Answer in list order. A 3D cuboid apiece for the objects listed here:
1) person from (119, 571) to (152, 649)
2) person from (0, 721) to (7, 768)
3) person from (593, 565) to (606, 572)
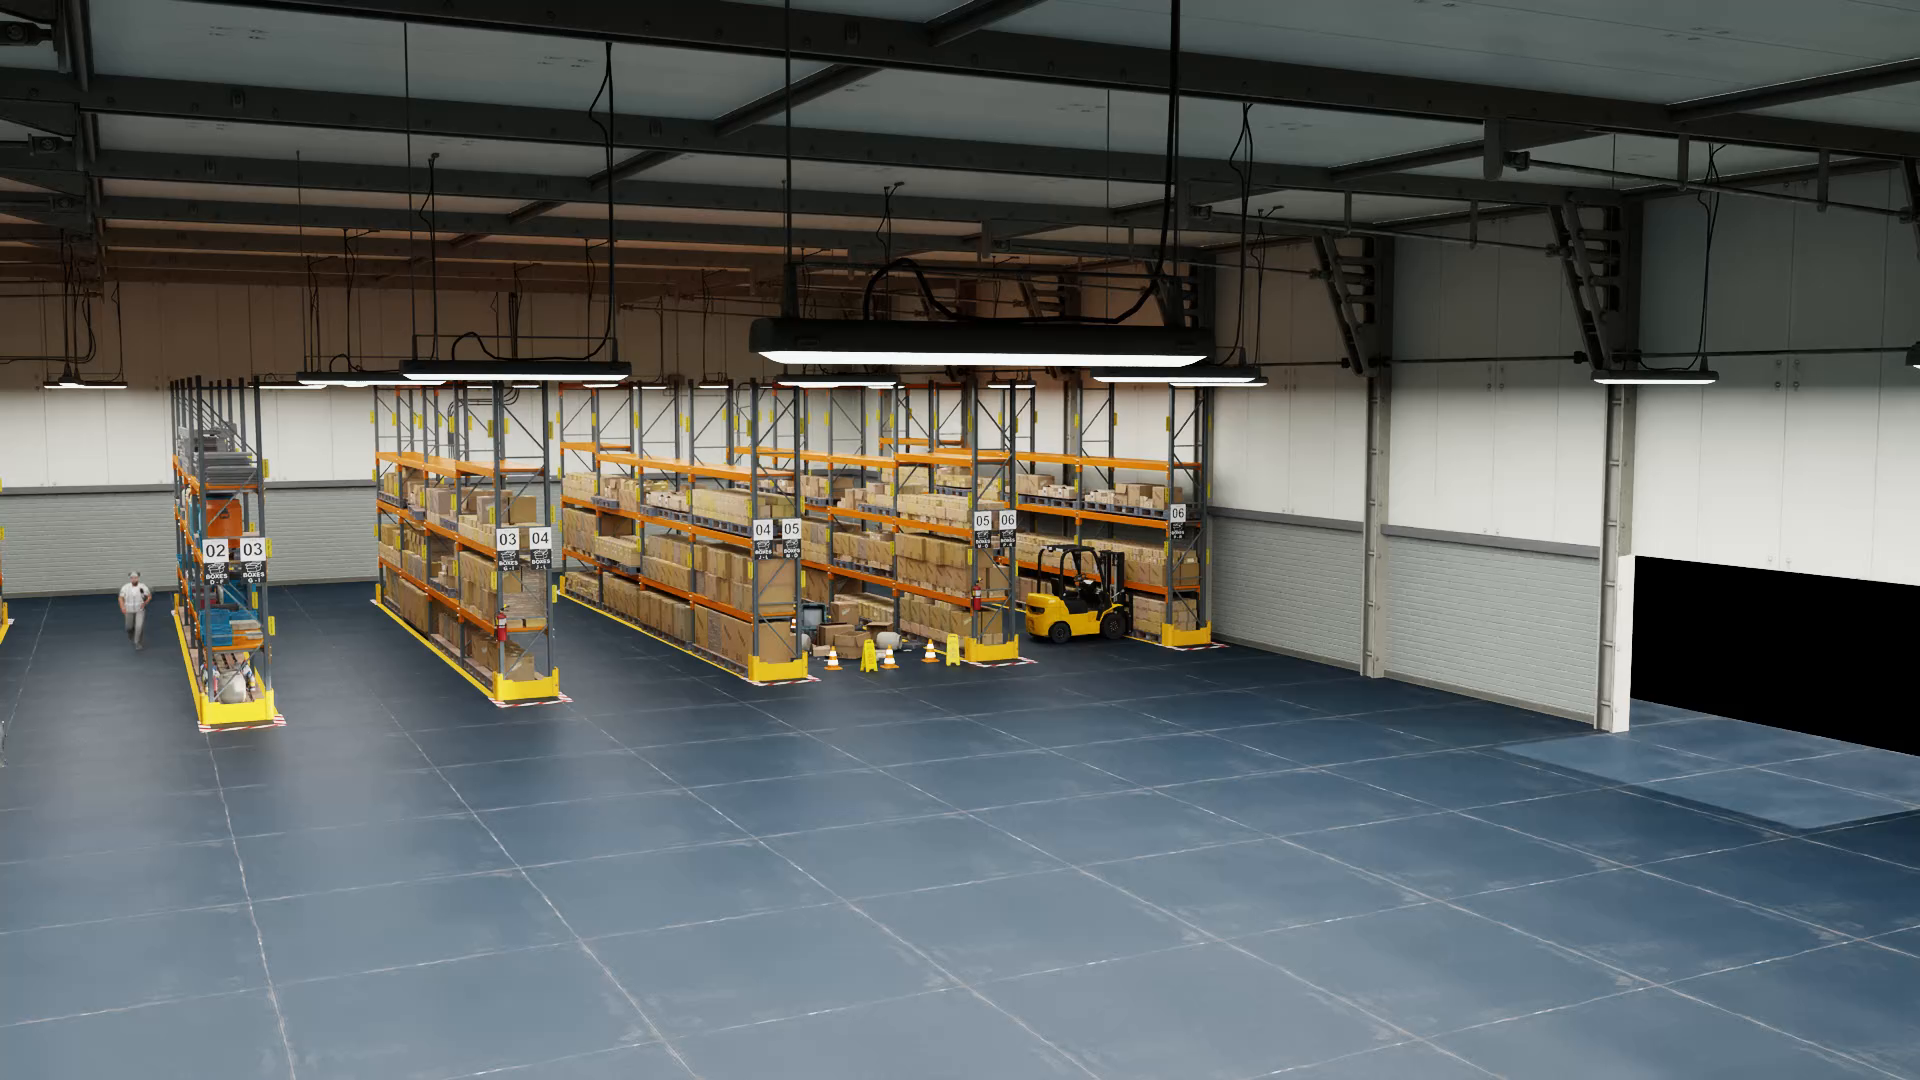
[{"bbox_3d":[-18.462,1.554,37.247,0.667,1.727,0.633,-2,5,-22],"label":"person"},{"bbox_3d":[-14.980,2.653,25.322,0.882,1.716,0.611,1,5,10],"label":"person"},{"bbox_3d":[-10.604,0.577,49.019,0.641,1.637,0.654,1,5,7],"label":"person"}]
